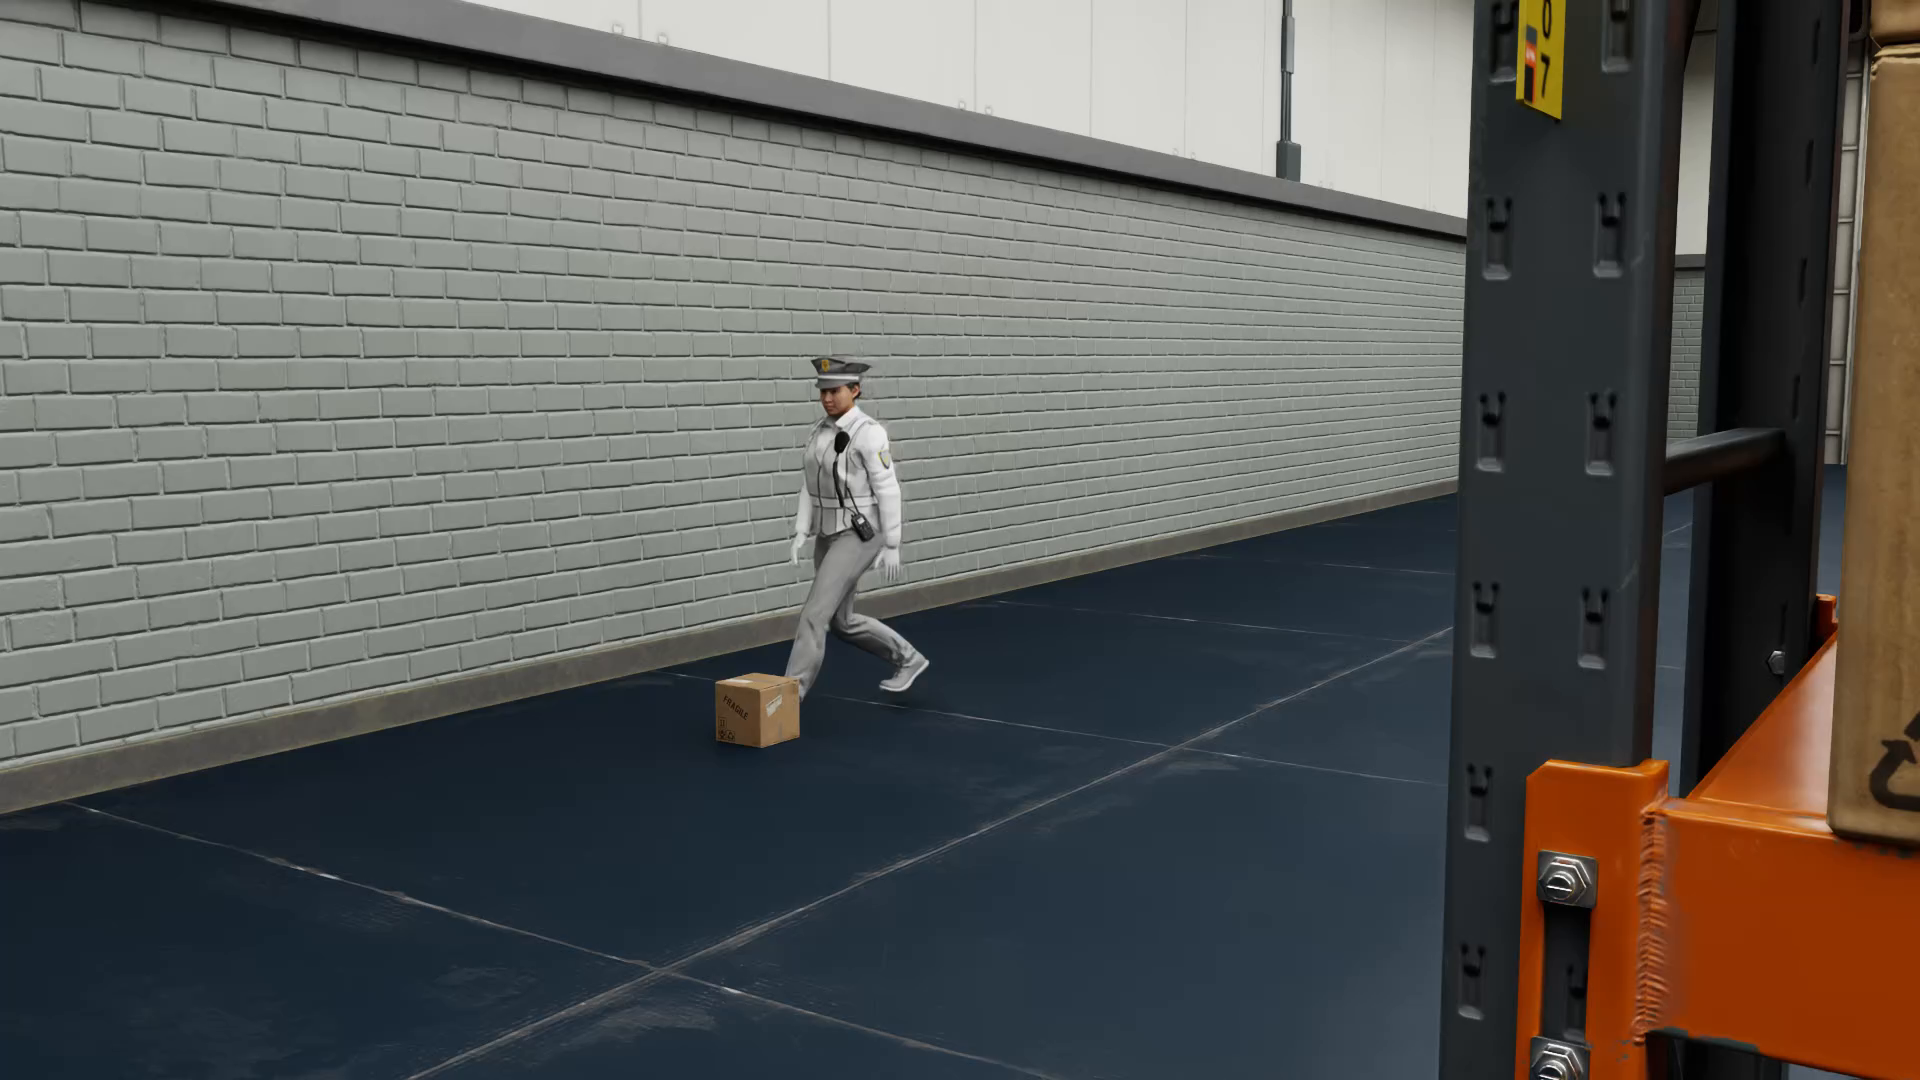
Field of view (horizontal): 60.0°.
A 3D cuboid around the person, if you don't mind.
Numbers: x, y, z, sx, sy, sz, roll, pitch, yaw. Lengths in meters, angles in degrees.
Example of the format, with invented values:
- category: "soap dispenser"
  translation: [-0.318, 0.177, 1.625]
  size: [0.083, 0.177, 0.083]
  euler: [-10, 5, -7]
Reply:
- category: "person"
  translation: [-0.544, -0.008, 7.327]
  size: [1.025, 1.597, 0.446]
  euler: [-4, 8, -33]
